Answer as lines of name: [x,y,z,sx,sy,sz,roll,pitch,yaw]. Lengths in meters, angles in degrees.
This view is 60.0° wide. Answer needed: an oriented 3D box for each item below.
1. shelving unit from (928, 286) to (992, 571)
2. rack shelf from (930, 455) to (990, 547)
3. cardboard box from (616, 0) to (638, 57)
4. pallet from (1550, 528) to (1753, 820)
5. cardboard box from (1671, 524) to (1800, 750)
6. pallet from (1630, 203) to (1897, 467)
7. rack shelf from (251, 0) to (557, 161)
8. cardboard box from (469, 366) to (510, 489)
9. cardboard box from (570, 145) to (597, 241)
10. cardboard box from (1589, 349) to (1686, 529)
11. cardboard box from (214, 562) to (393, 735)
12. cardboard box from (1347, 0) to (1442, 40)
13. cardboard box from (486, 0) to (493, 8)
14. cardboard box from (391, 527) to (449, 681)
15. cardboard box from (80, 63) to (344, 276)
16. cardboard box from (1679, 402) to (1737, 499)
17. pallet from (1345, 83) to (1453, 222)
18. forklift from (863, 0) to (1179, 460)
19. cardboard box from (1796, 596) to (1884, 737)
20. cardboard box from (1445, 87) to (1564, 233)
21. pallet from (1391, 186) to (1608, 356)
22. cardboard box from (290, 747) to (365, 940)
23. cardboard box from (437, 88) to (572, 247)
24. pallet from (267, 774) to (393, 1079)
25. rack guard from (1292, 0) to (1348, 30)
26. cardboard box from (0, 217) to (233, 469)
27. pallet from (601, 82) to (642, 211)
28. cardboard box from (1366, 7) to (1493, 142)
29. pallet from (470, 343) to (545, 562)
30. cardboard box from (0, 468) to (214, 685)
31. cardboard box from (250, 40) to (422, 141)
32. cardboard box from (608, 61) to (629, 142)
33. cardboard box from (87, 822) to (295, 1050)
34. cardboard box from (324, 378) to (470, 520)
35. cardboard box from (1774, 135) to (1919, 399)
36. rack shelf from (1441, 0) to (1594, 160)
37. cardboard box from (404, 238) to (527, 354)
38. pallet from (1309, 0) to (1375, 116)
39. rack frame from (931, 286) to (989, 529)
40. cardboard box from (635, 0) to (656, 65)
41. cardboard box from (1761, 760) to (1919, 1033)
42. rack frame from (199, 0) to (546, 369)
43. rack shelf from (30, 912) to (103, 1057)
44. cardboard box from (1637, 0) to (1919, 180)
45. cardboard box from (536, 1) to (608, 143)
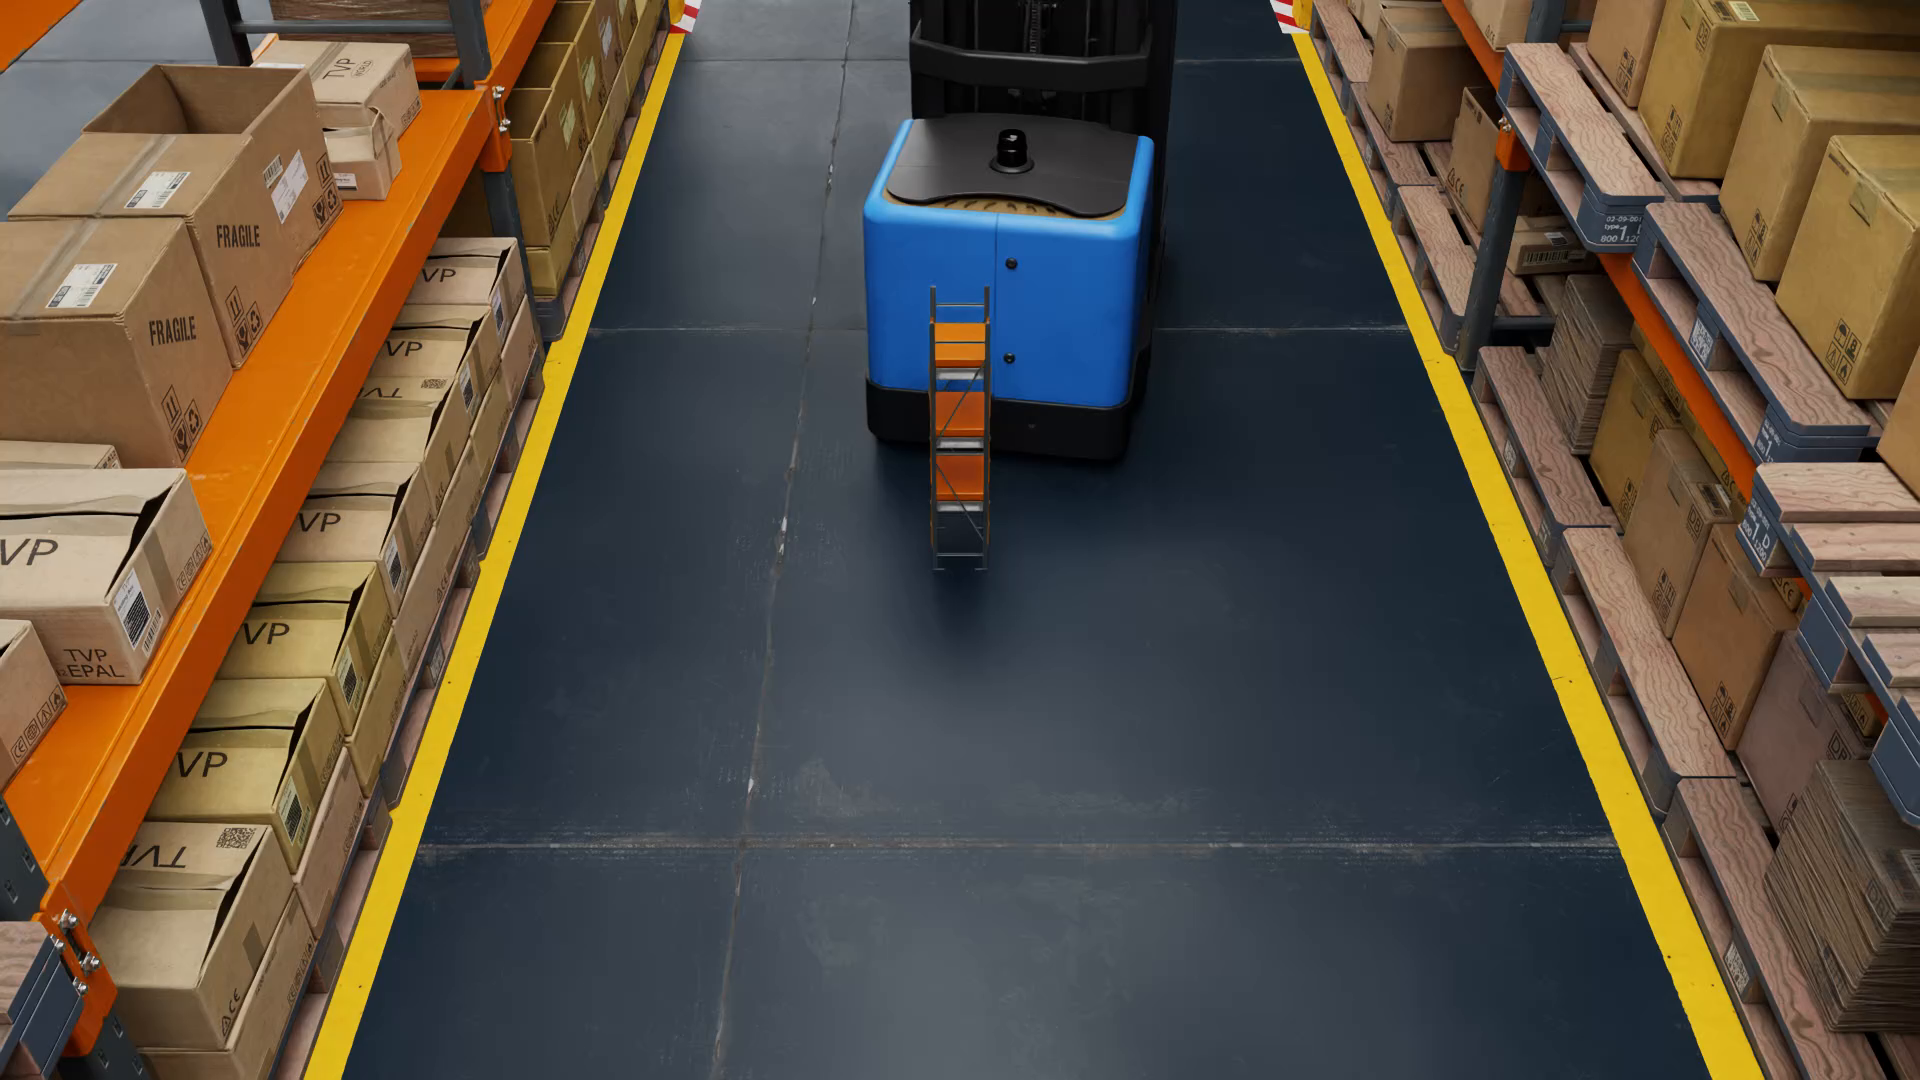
shelving unit: [0.000,-0.376,5.880,0.215,1.050,0.252,0,39,0]
rack shelf: [0.000,-0.151,6.060,0.215,0.259,0.240,0,39,0]
cardboard box: [-1.991,-2.845,8.665,0.500,0.500,0.500,0,39,0]
pallet: [2.660,0.413,5.566,1.003,0.211,1.213,0,39,0]
cardboard box: [2.691,0.295,5.130,0.700,0.500,0.500,0,39,0]
pallet: [2.614,-0.588,4.739,1.003,0.211,1.213,0,39,0]
rack shelf: [-2.303,-2.891,8.034,1.077,0.370,4.000,0,39,0]
cardboard box: [-2.012,-0.436,6.259,0.500,0.250,0.500,-1,39,-1]
cardboard box: [-1.994,-1.614,7.729,0.500,0.250,0.500,0,39,0]
cardboard box: [2.721,-0.339,5.922,0.700,0.500,0.500,-1,39,-1]
cardboard box: [-2.010,0.296,4.897,0.500,0.311,0.500,-1,39,-1]
cardboard box: [2.559,-3.118,9.540,0.500,0.311,0.500,-4,39,-5]
cardboard box: [-2.315,-2.567,6.975,0.700,0.500,0.500,0,39,-1]
cardboard box: [-2.011,0.202,5.462,0.500,0.250,0.500,1,39,1]
cardboard box: [-2.316,-1.150,5.206,0.500,0.500,0.500,3,39,3]
cardboard box: [2.679,-0.354,5.341,0.500,0.250,0.500,-1,39,-1]
pallet: [2.613,-2.023,8.606,1.003,0.211,1.213,0,39,0]
forklift: [0.379,-2.379,6.875,1.130,2.935,3.031,6,39,7]
cardboard box: [2.667,0.279,4.550,0.500,0.250,0.500,1,39,1]
cardboard box: [2.612,-1.772,7.709,0.500,0.500,0.500,-3,39,-3]
pallet: [2.617,-1.258,7.652,1.003,0.211,1.213,0,39,0]
cardboard box: [-2.004,0.848,4.656,0.500,0.250,0.500,-1,39,-1]
cardboard box: [-1.988,-1.594,7.104,0.500,0.500,0.500,0,39,0]
pallet: [-2.258,1.154,4.641,1.003,0.211,1.213,0,39,0]
rack guard: [2.648,-3.405,10.099,1.175,0.500,0.348,0,39,0]
cardboard box: [-2.314,-0.508,4.405,0.500,0.500,0.500,-2,39,-2]
pallet: [-2.264,-2.095,8.695,1.003,0.211,1.213,0,39,0]
cardboard box: [2.511,-2.376,8.464,0.700,0.500,0.500,-2,39,-3]
pallet: [-2.261,-0.372,6.545,1.003,0.211,1.213,0,39,0]
cardboard box: [-2.103,0.056,3.853,0.500,0.311,0.500,0,39,-1]
cardboard box: [-2.256,-1.554,5.911,0.500,0.250,0.500,2,39,3]
cardboard box: [-1.995,-2.240,8.509,0.500,0.250,0.500,0,39,0]
cardboard box: [-2.003,0.943,4.089,0.500,0.311,0.500,1,39,1]
cardboard box: [-2.008,-0.340,5.690,0.500,0.311,0.500,0,39,0]
cardboard box: [2.623,-0.709,4.304,0.700,0.500,0.500,0,39,0]
rack shelf: [2.651,-2.897,8.041,1.077,0.370,4.000,0,39,0]
cardboard box: [-2.014,-0.977,6.485,0.500,0.311,0.500,0,39,0]
pallet: [2.614,-2.784,9.556,1.003,0.211,1.213,0,39,0]
rack frame: [0.000,-0.453,5.975,0.200,1.050,0.008,0,39,0]
cardboard box: [-1.997,-2.865,9.290,0.500,0.250,0.500,0,39,0]
cardboard box: [2.605,0.928,4.340,0.700,0.500,0.500,0,39,1]
rack frame: [-2.301,-1.921,6.248,1.000,3.000,0.127,0,39,0]
rack shelf: [-2.294,2.112,1.791,1.077,0.370,4.000,0,39,0]
cardboard box: [2.613,-1.470,5.253,0.700,0.500,0.500,4,39,5]
cardboard box: [-1.989,-2.220,7.885,0.500,0.500,0.500,0,39,0]
